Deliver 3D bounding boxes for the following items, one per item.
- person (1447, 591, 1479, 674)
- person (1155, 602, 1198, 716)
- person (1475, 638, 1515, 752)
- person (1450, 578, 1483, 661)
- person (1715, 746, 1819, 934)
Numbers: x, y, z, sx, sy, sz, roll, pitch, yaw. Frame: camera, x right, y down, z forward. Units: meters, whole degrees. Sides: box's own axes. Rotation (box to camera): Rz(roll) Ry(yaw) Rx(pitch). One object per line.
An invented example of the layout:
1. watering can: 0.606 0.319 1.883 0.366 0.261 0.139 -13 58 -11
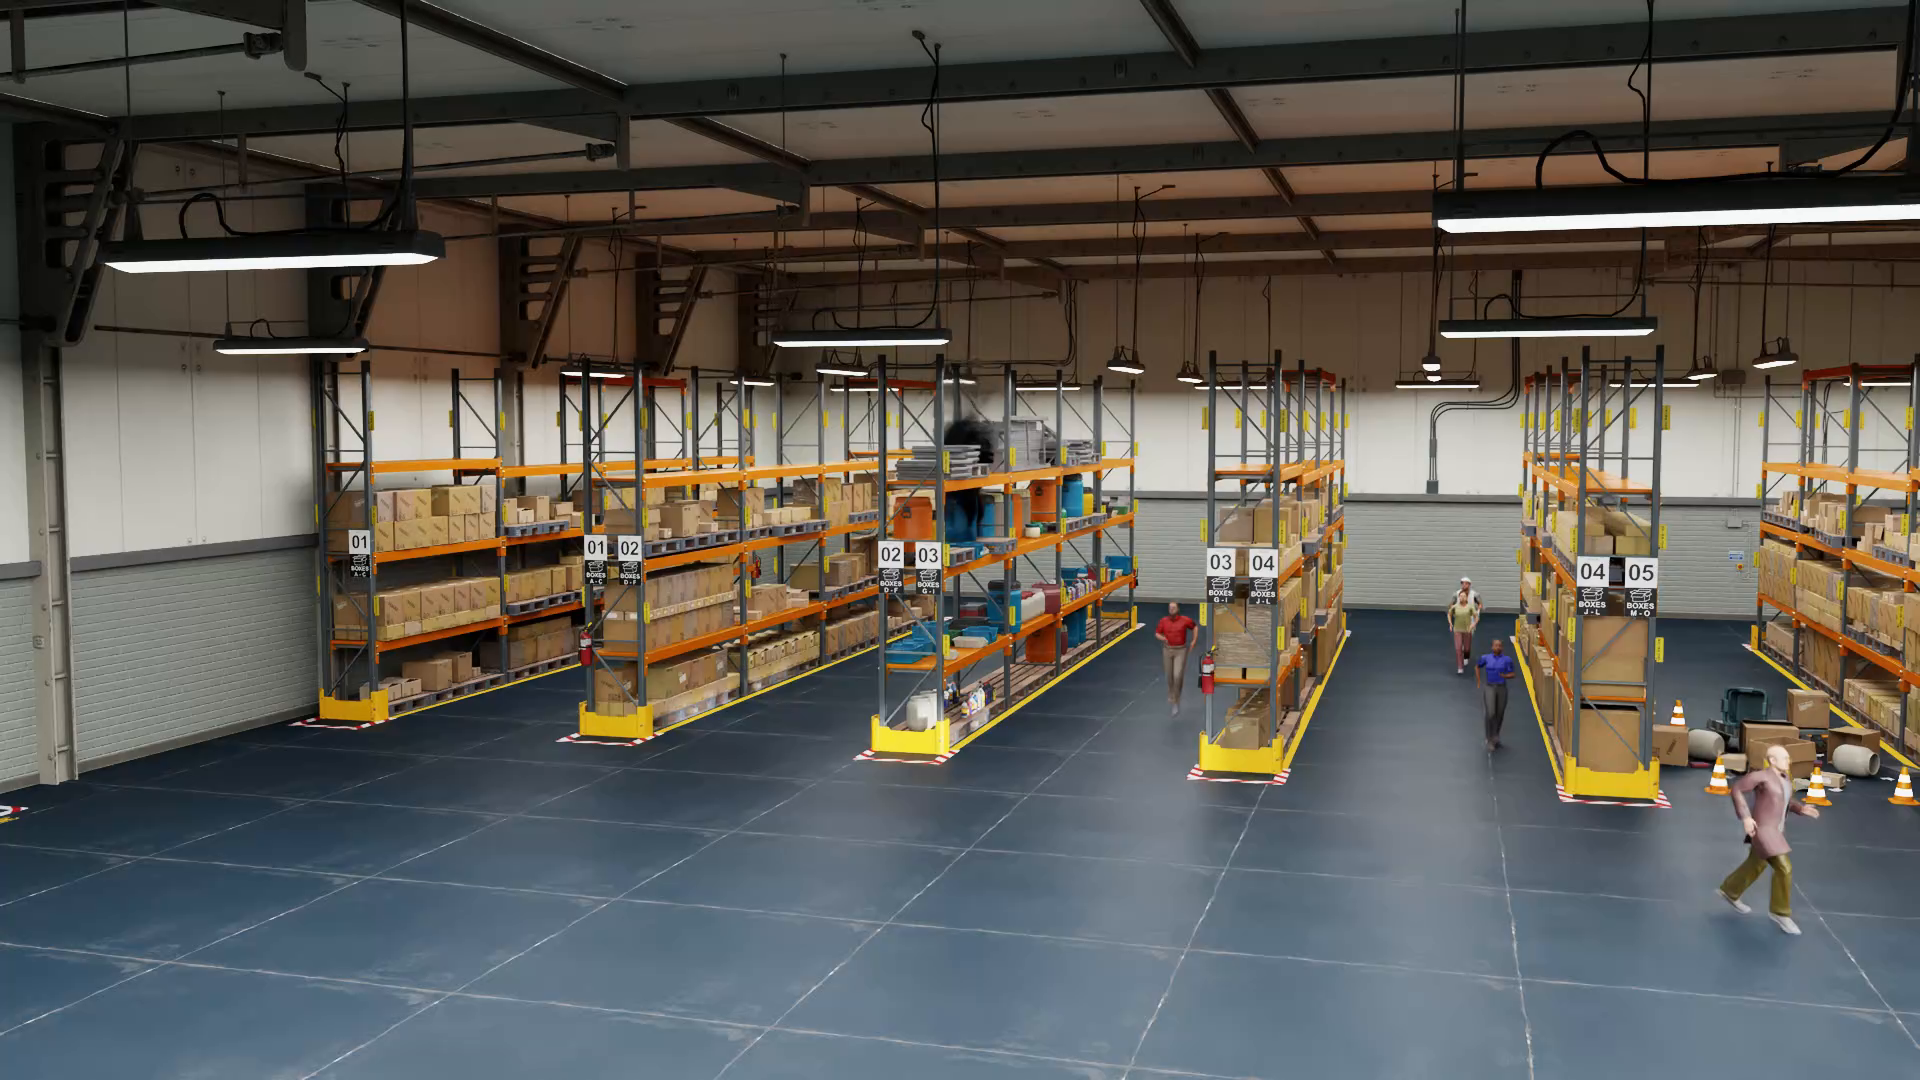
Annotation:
1. person: 10.006 1.816 33.112 0.616 1.631 0.769 2 4 21
2. person: 3.556 1.946 27.509 0.670 1.852 0.754 1 4 20
3. person: 8.201 2.358 25.480 0.546 1.719 0.770 1 4 8
4. person: 10.583 1.654 34.751 0.655 1.760 0.659 1 4 18
5. person: 8.016 2.945 16.569 0.626 1.833 0.980 -4 6 -43
